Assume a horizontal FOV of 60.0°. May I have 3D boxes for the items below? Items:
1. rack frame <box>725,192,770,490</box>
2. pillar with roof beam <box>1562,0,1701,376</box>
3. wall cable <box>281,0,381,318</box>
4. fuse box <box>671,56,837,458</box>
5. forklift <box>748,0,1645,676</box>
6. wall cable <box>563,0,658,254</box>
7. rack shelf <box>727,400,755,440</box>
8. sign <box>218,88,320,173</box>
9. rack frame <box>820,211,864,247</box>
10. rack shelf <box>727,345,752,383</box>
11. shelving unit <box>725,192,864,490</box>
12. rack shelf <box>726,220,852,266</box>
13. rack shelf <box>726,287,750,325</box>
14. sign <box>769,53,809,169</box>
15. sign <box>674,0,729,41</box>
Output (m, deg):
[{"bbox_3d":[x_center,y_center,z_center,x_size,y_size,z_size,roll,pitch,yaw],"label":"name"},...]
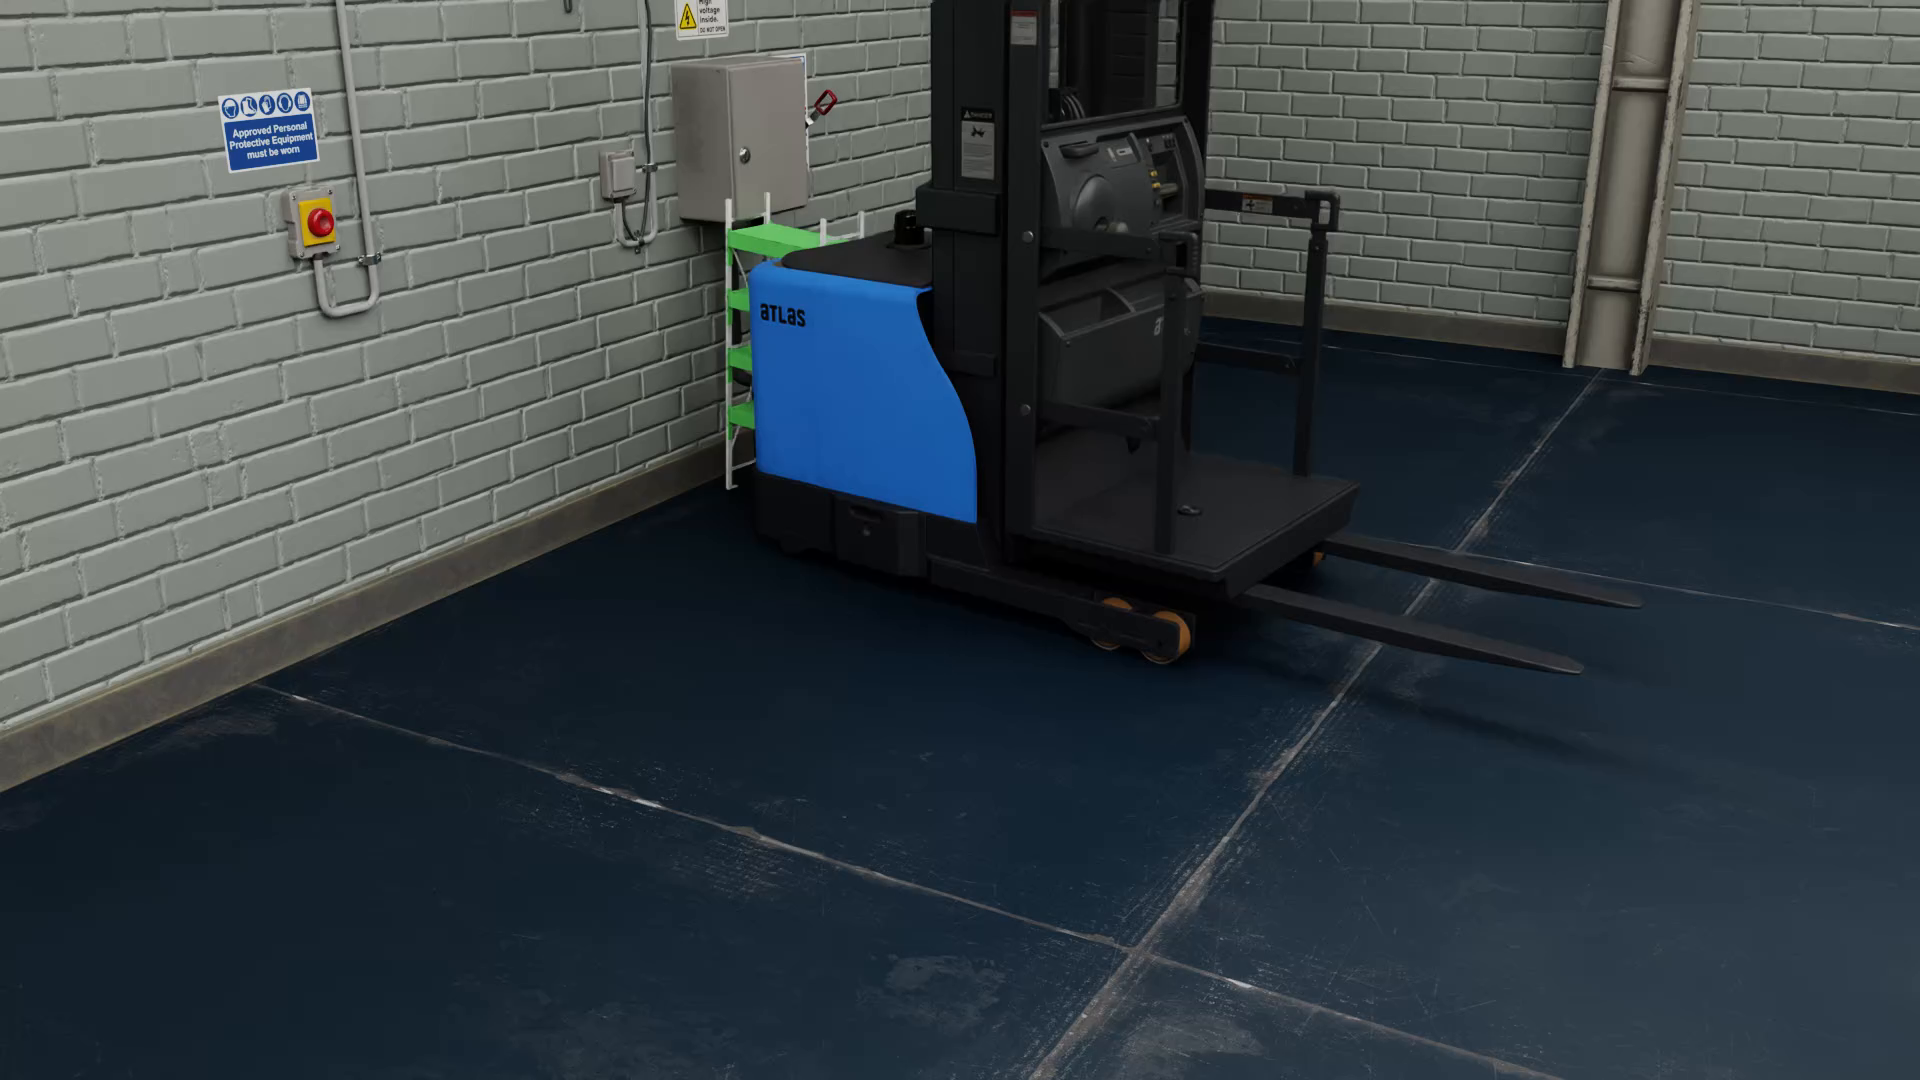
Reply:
[{"bbox_3d":[-0.864,-0.798,6.765,0.015,1.200,0.240,18,26,33],"label":"rack frame"},{"bbox_3d":[1.379,-3.892,3.897,0.400,9.000,9.100,11,23,27],"label":"pillar with roof beam"},{"bbox_3d":[-1.959,-1.581,4.789,0.123,1.953,0.585,11,23,27],"label":"wall cable"},{"bbox_3d":[-0.807,-1.084,6.845,0.414,1.711,0.539,11,23,27],"label":"fuse box"},{"bbox_3d":[0.715,-1.188,5.343,3.031,2.935,1.130,14,24,34],"label":"forklift"},{"bbox_3d":[-1.278,-1.991,5.964,0.122,1.984,0.588,11,23,27],"label":"wall cable"},{"bbox_3d":[-0.684,-0.452,6.747,0.480,0.148,0.258,18,26,33],"label":"rack shelf"},{"bbox_3d":[-2.036,-1.212,4.910,0.001,0.218,0.327,11,23,27],"label":"sign"},{"bbox_3d":[-0.473,-0.670,6.502,0.015,1.200,0.240,18,26,33],"label":"rack frame"},{"bbox_3d":[-0.672,-0.675,6.657,0.480,0.148,0.258,18,26,33],"label":"rack shelf"},{"bbox_3d":[-0.669,-0.734,6.634,0.503,1.200,0.258,18,26,33],"label":"shelving unit"},{"bbox_3d":[-0.648,-1.119,6.478,0.480,0.148,0.258,18,26,33],"label":"rack shelf"},{"bbox_3d":[-0.660,-0.897,6.568,0.480,0.148,0.258,18,26,33],"label":"rack shelf"},{"bbox_3d":[-0.747,-1.827,7.142,0.001,0.494,0.329,11,23,27],"label":"sign"},{"bbox_3d":[-1.015,-2.096,6.534,0.001,0.242,0.339,11,23,27],"label":"sign"}]
